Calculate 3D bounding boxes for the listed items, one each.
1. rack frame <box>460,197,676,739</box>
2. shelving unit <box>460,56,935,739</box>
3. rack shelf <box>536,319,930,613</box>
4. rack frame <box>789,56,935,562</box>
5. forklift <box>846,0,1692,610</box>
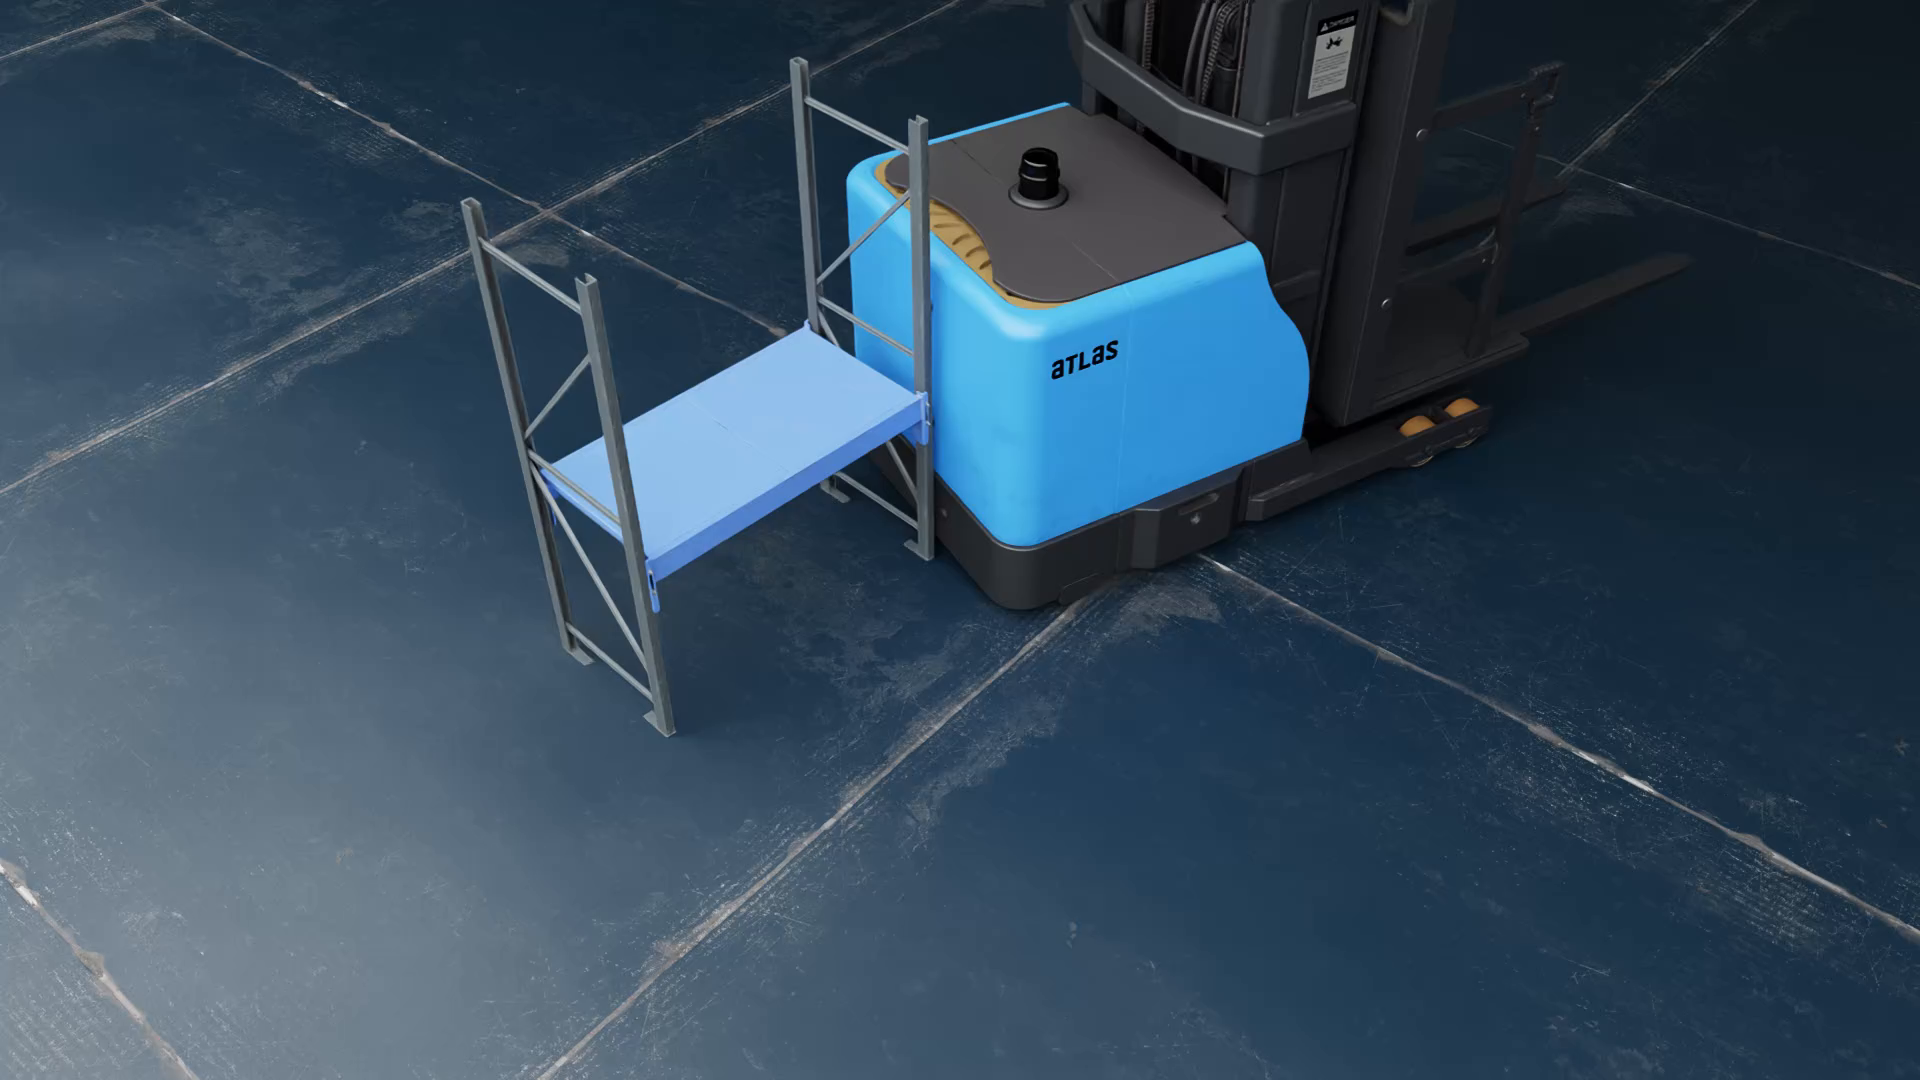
[{"bbox_3d":[-0.982,-0.126,4.274,0.500,1.500,0.032,34,52,31],"label":"rack frame"},{"bbox_3d":[-0.625,-0.369,4.541,0.538,1.500,1.048,34,52,31],"label":"shelving unit"},{"bbox_3d":[-0.625,-0.236,4.662,0.538,0.185,1.000,34,52,31],"label":"rack shelf"},{"bbox_3d":[-0.267,-0.612,4.808,0.500,1.500,0.032,34,52,31],"label":"rack frame"},{"bbox_3d":[1.185,-1.615,4.848,3.031,2.935,1.130,-21,46,-22],"label":"forklift"}]
